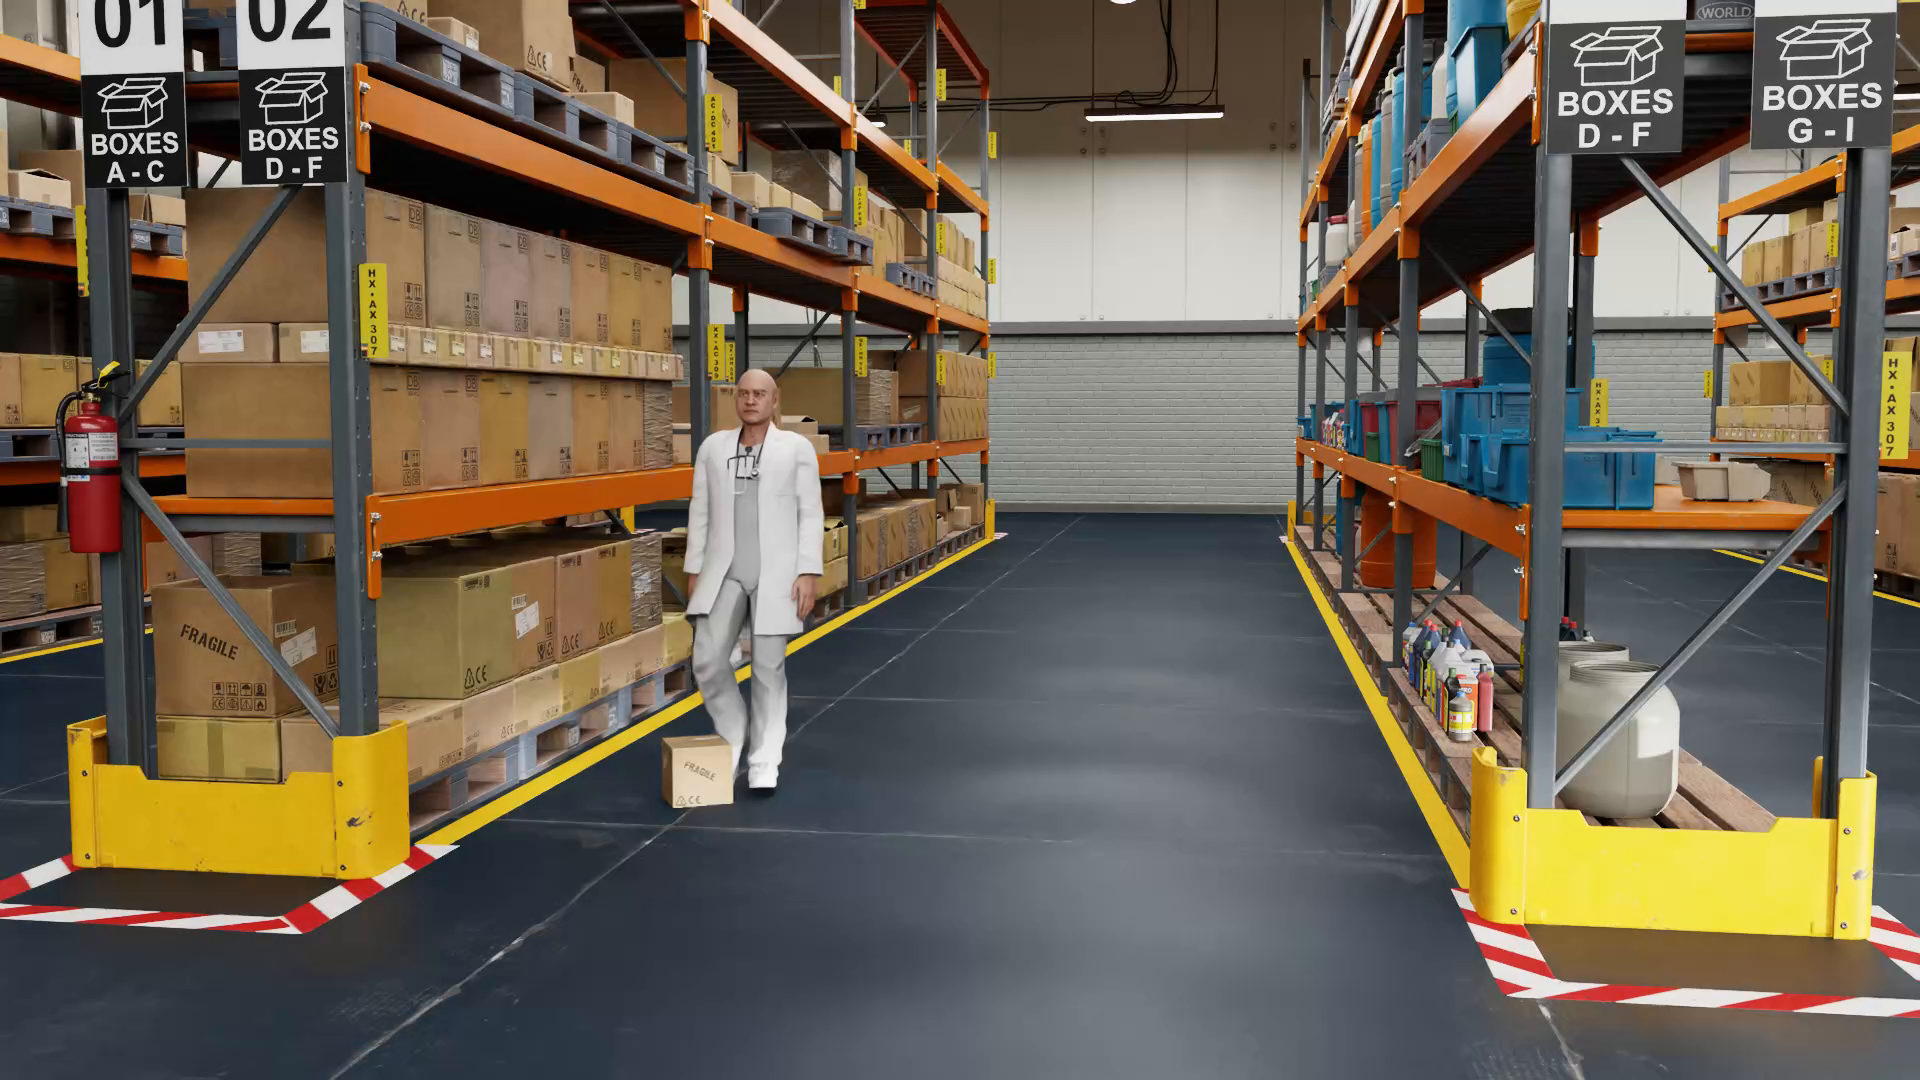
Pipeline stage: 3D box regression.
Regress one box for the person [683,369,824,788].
[{"bbox_3d":[-0.886,0.182,7.023,0.627,1.804,0.482,0,4,3],"label":"person"}]
